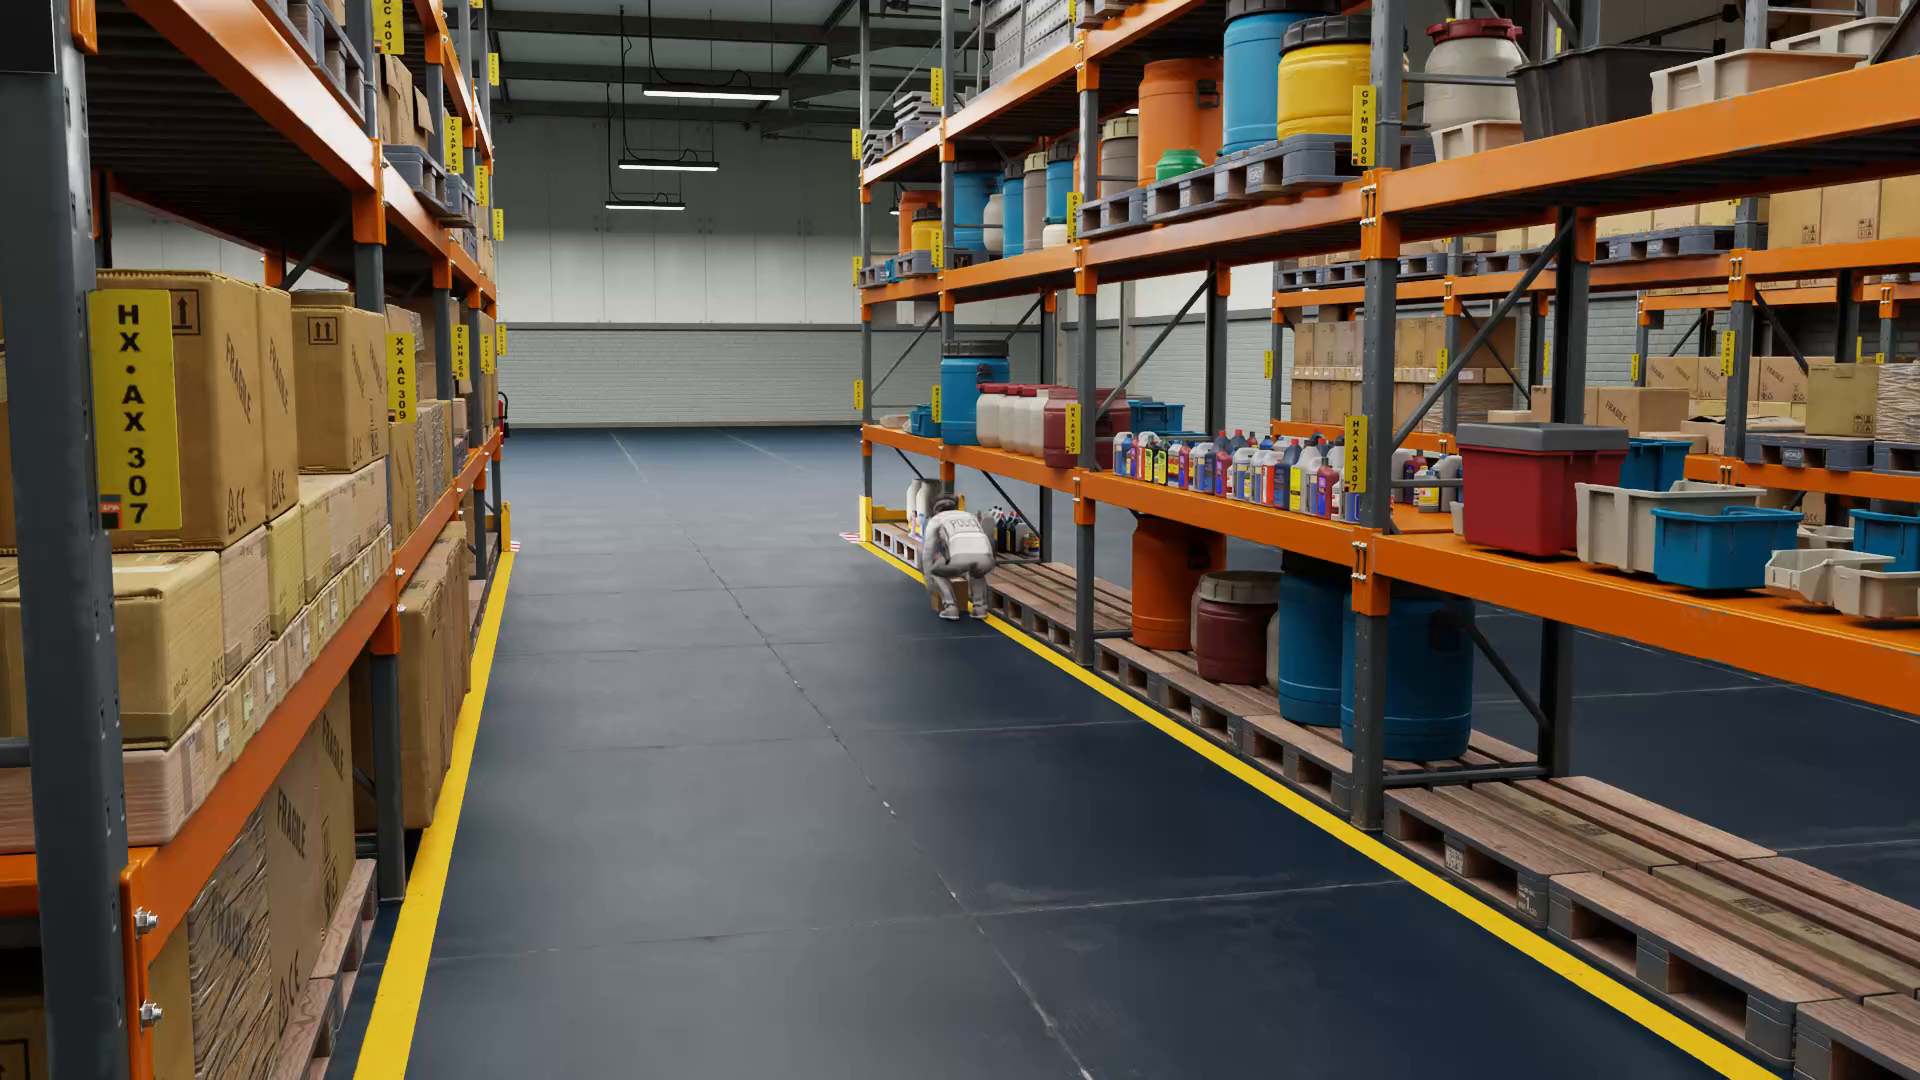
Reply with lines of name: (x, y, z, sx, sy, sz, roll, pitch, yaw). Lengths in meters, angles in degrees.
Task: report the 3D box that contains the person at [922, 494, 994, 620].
person: (-0.025, 0.134, 13.210, 0.494, 0.964, 0.848, -2, 6, -14)
